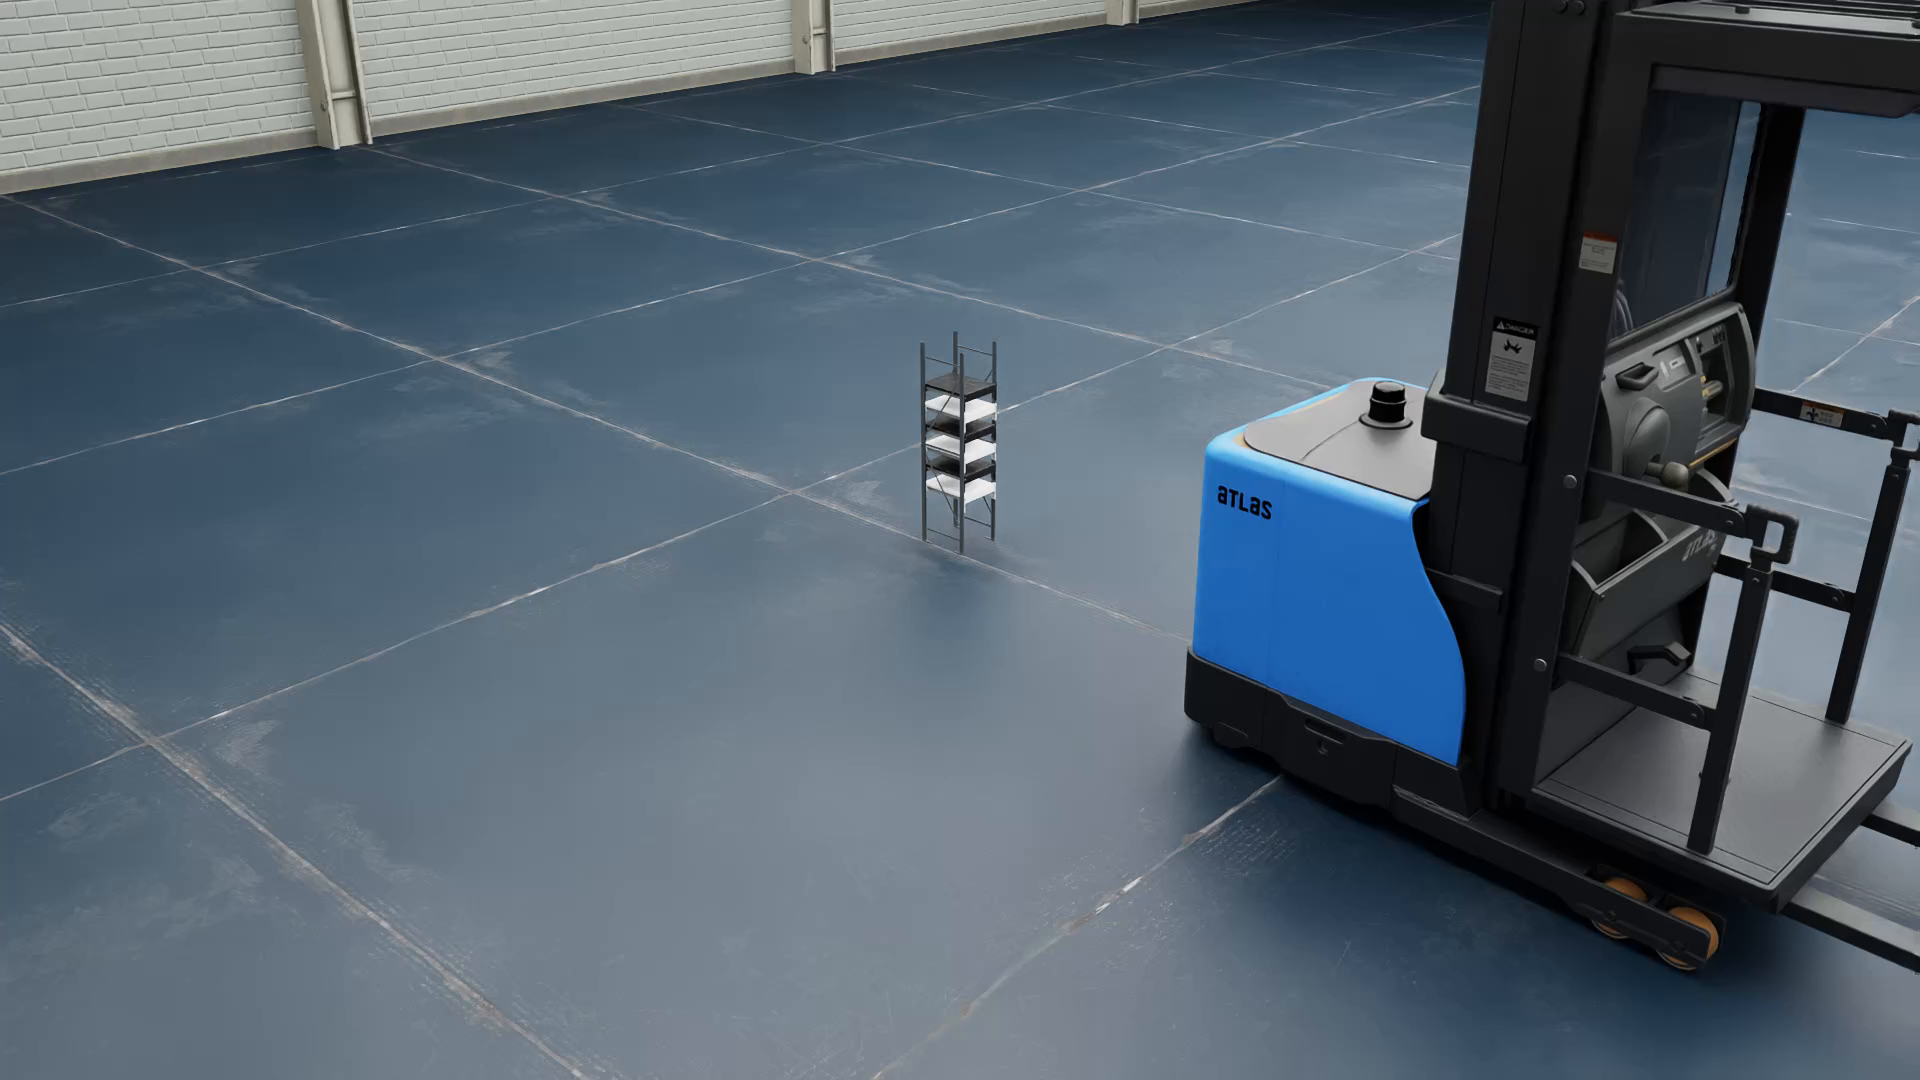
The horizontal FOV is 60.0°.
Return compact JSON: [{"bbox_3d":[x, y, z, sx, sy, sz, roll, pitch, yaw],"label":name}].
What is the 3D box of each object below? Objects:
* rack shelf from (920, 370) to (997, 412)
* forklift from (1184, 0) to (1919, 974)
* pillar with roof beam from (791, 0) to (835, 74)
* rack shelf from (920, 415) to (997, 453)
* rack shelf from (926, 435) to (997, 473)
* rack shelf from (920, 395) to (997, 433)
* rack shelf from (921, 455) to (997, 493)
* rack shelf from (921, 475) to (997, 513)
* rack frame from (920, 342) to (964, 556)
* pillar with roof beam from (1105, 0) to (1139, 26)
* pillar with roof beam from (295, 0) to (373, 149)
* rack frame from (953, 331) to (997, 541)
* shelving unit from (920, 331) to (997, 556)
[{"bbox_3d":[-0.005,-0.624,6.964,0.258,0.077,0.200,20,31,38],"label":"rack shelf"},{"bbox_3d":[2.167,-0.389,4.536,1.130,2.935,3.031,-22,32,-40],"label":"forklift"},{"bbox_3d":[1.497,-8.437,15.068,9.100,9.000,0.400,20,31,38],"label":"pillar with roof beam"},{"bbox_3d":[-0.005,-0.460,7.037,0.258,0.077,0.200,20,31,38],"label":"rack shelf"},{"bbox_3d":[-0.005,-0.378,7.074,0.258,0.077,0.200,20,31,38],"label":"rack shelf"},{"bbox_3d":[-0.005,-0.542,7.000,0.258,0.077,0.200,20,31,38],"label":"rack shelf"},{"bbox_3d":[-0.005,-0.296,7.111,0.258,0.077,0.200,20,31,38],"label":"rack shelf"},{"bbox_3d":[-0.005,-0.213,7.148,0.258,0.077,0.200,20,31,38],"label":"rack shelf"},{"bbox_3d":[-0.073,-0.377,6.991,0.240,0.900,0.006,20,31,38],"label":"rack frame"},{"bbox_3d":[5.502,-10.265,19.145,9.100,9.000,0.400,20,31,38],"label":"pillar with roof beam"},{"bbox_3d":[-2.507,-6.609,10.991,9.100,9.000,0.400,20,31,38],"label":"pillar with roof beam"},{"bbox_3d":[0.062,-0.439,7.129,0.240,0.900,0.006,20,31,38],"label":"rack frame"},{"bbox_3d":[-0.005,-0.408,7.060,0.258,0.900,0.210,20,31,38],"label":"shelving unit"}]
